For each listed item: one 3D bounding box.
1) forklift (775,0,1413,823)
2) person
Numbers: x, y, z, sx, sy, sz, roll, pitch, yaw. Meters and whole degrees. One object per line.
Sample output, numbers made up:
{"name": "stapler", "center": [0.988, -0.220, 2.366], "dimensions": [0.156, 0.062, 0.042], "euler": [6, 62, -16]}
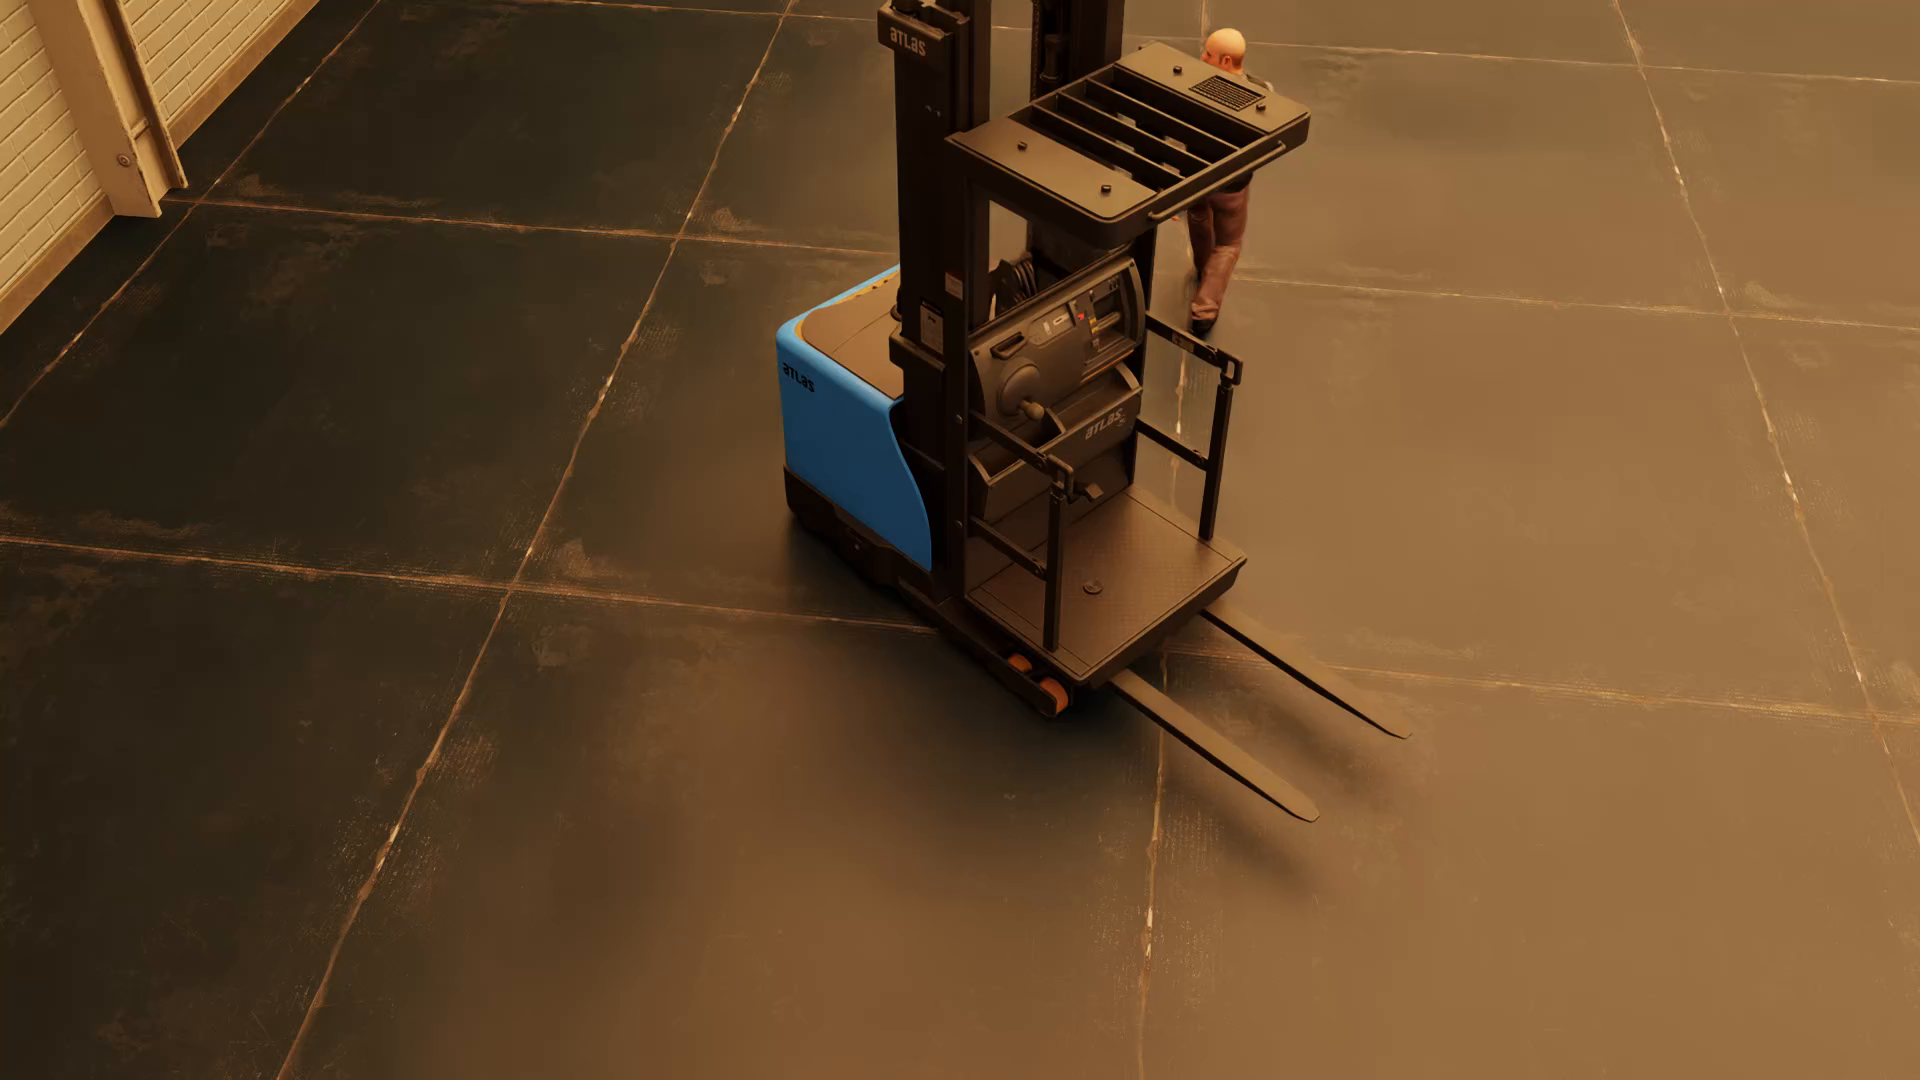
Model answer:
{"name": "forklift", "center": [0.548, -0.727, 6.516], "dimensions": [1.130, 2.935, 3.031], "euler": [-33, 52, -31]}
{"name": "person", "center": [1.343, -1.941, 8.821], "dimensions": [0.551, 1.650, 0.936], "euler": [7, 43, 8]}
